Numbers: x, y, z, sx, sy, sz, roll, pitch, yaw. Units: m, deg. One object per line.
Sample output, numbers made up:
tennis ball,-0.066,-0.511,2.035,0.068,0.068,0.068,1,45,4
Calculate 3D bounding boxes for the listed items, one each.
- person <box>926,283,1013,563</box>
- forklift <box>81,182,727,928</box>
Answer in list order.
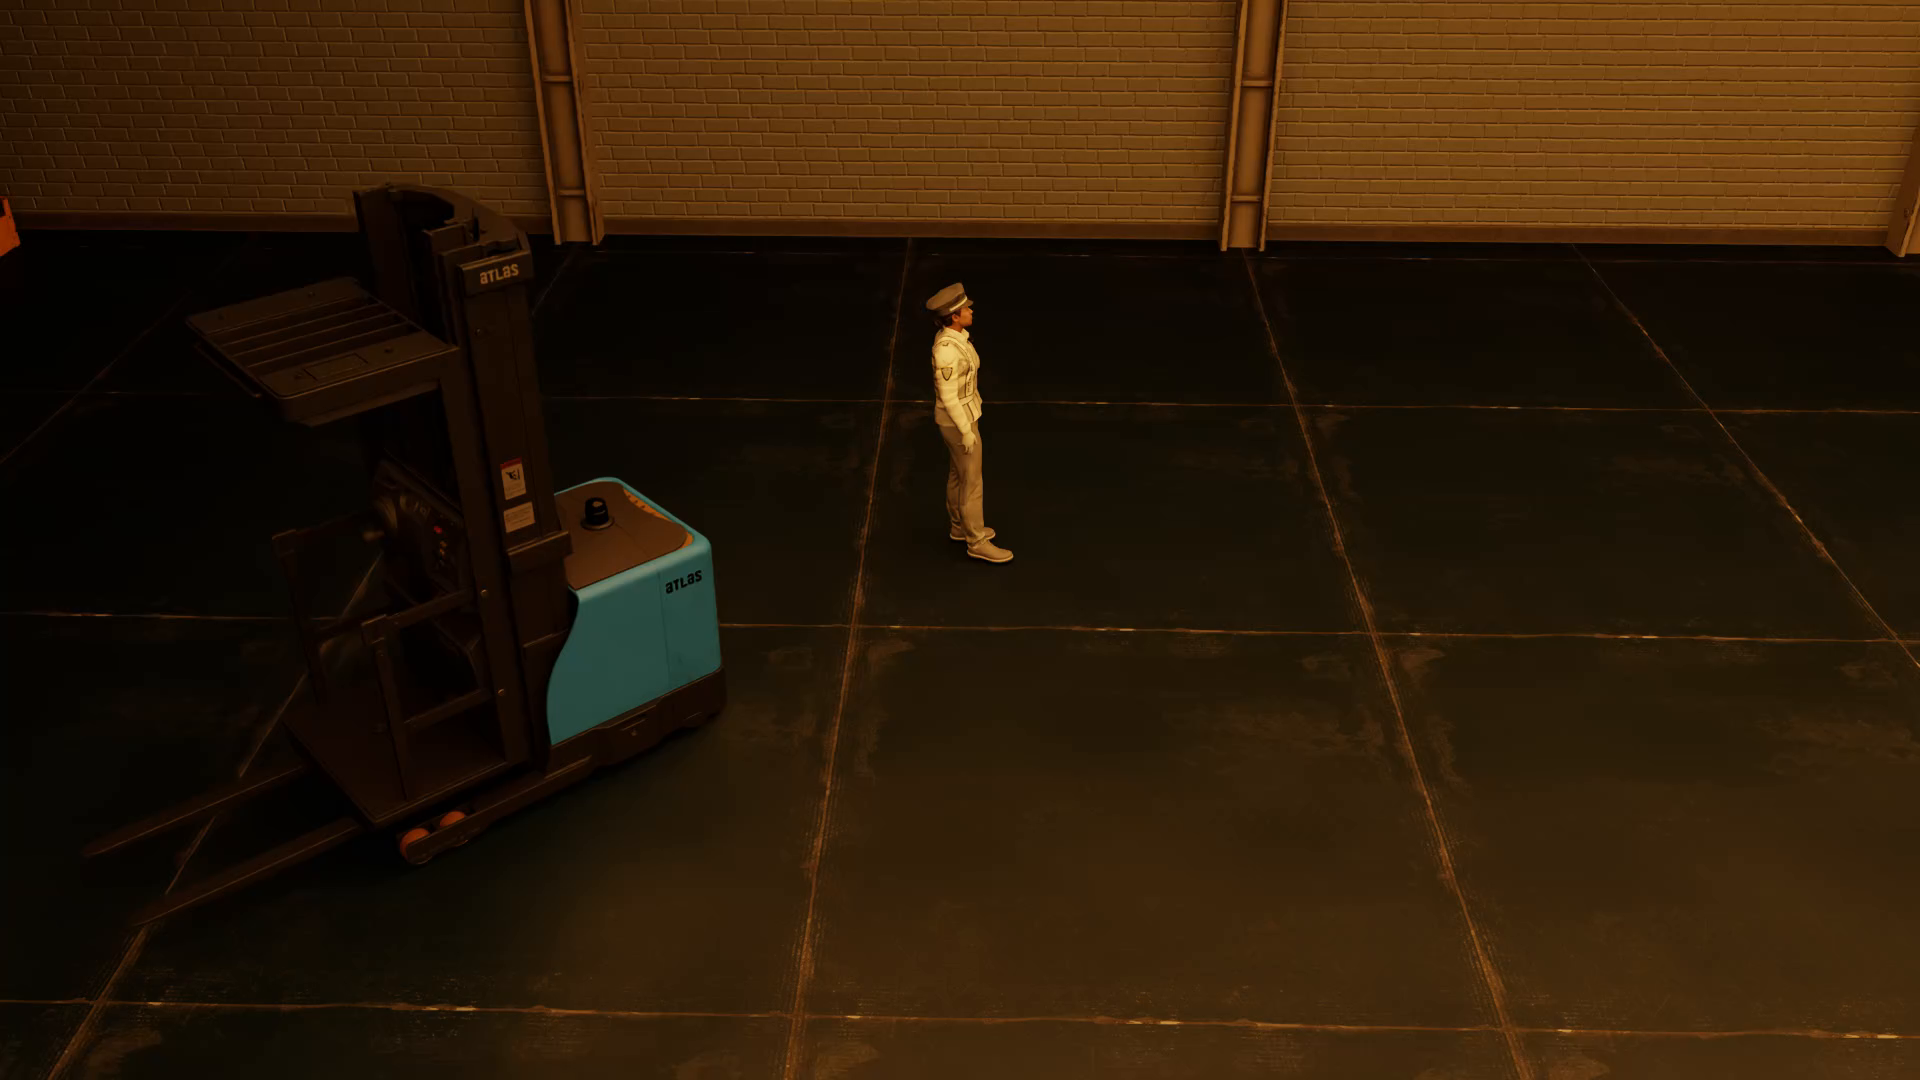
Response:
person,0.067,-0.732,10.059,0.534,1.696,0.587,1,31,1
forklift,-2.685,-0.025,7.658,3.031,2.935,1.130,-24,38,-35
